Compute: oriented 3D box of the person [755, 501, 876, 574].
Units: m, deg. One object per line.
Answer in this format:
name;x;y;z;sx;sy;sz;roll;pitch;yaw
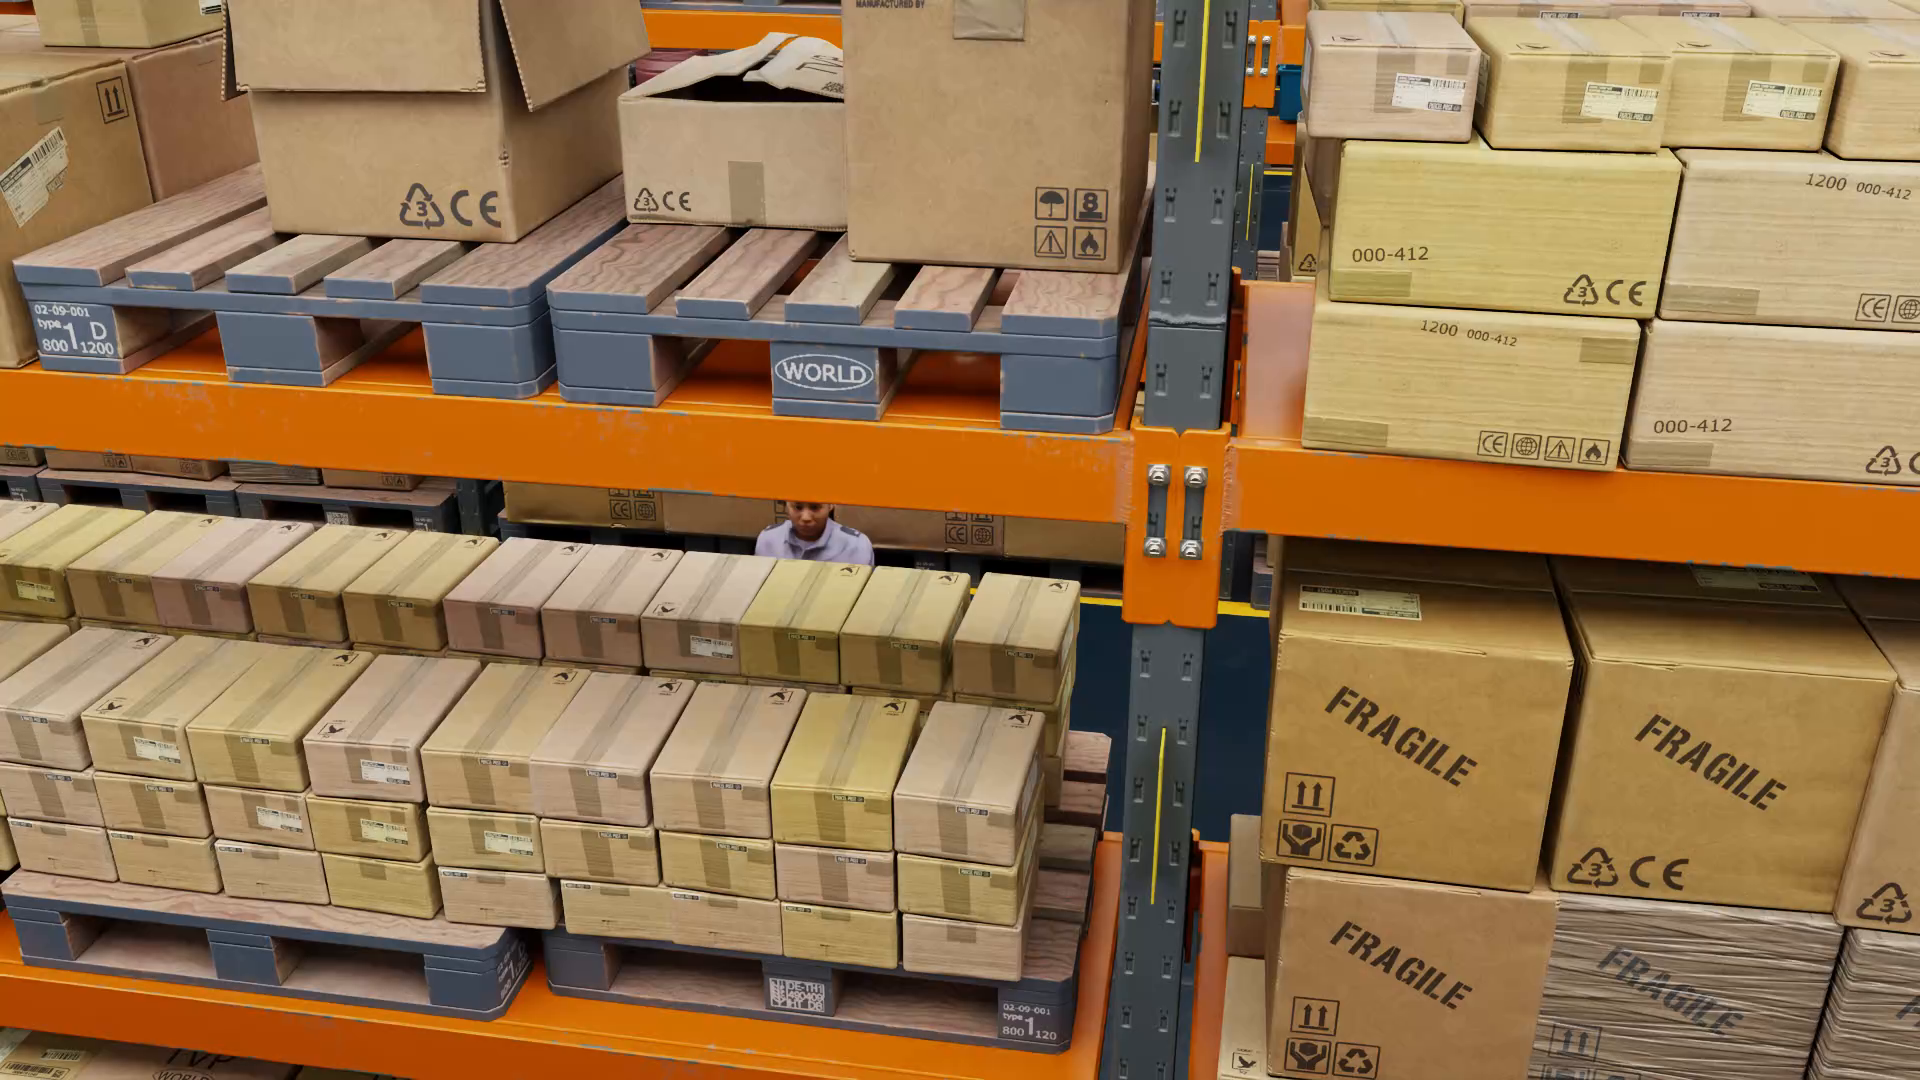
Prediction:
person;-0.527;0.496;6.073;0.468;1.645;0.342;5;25;10
